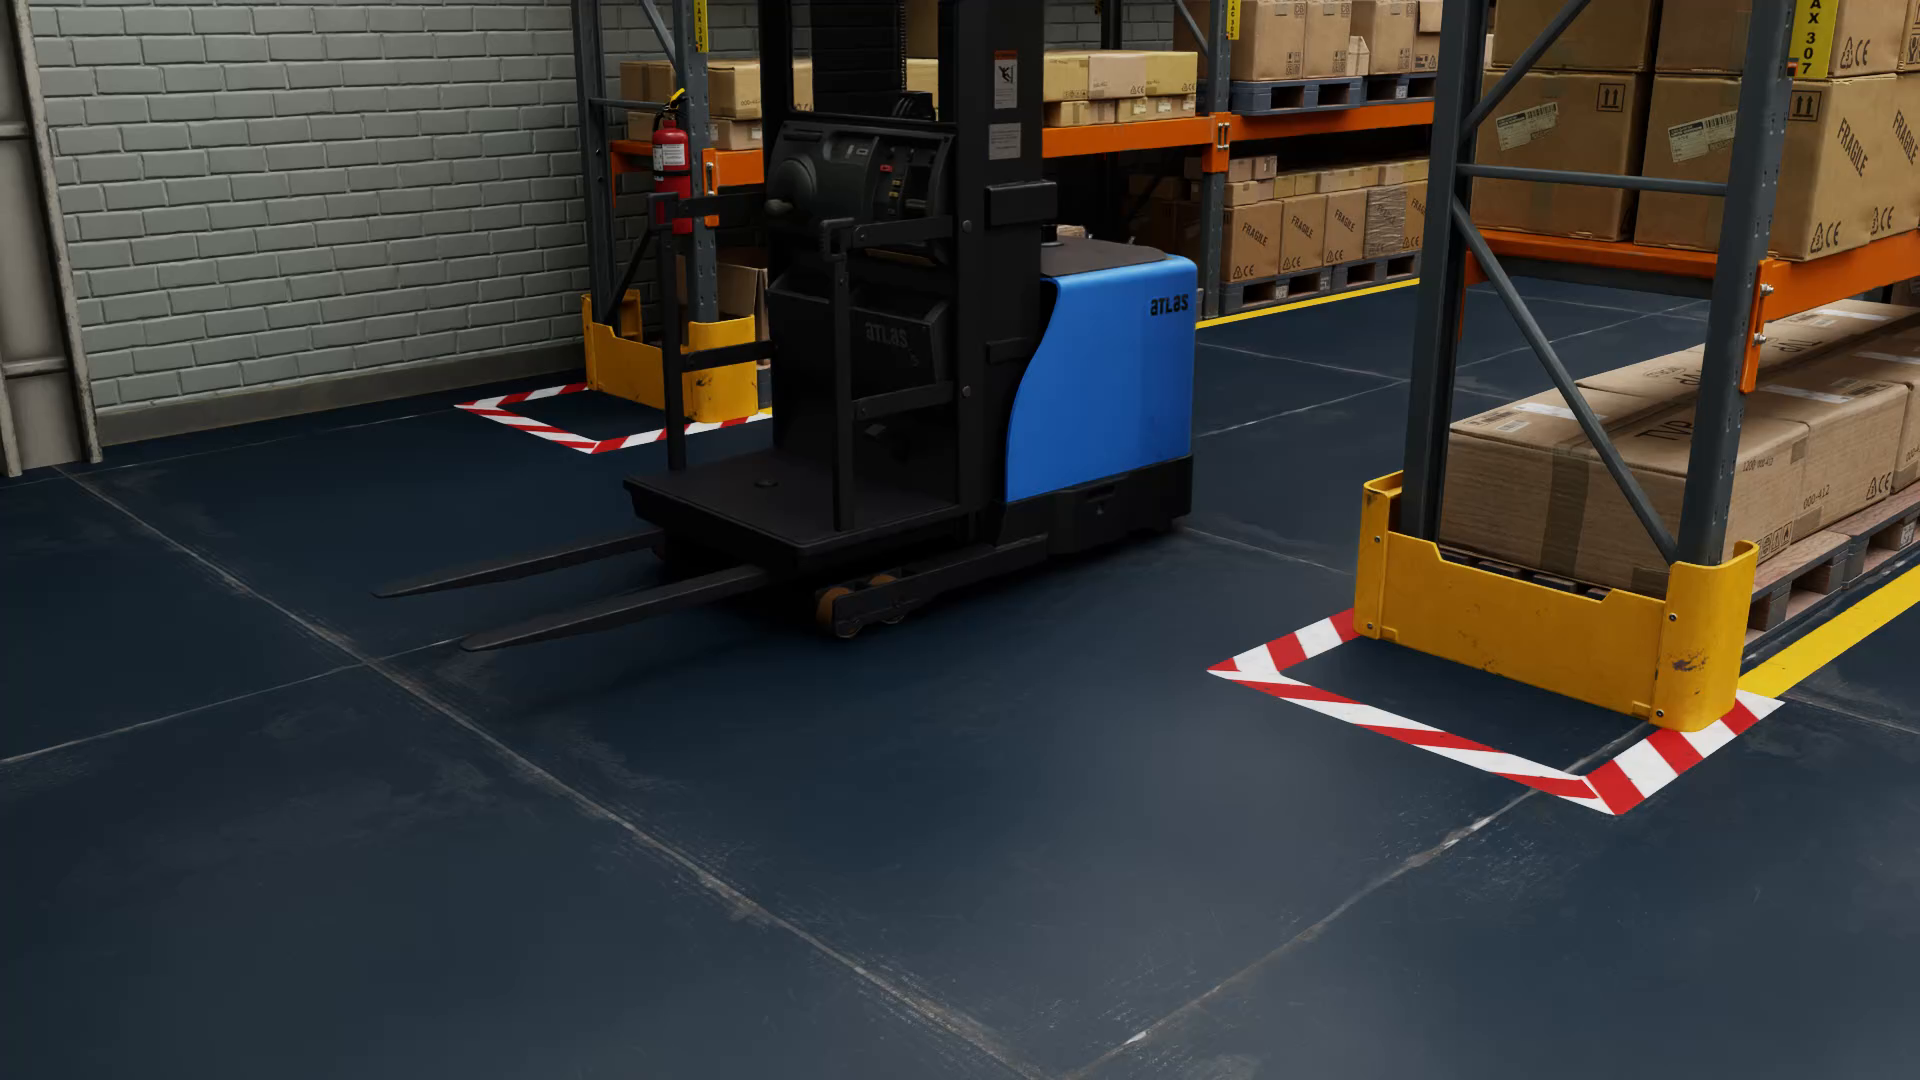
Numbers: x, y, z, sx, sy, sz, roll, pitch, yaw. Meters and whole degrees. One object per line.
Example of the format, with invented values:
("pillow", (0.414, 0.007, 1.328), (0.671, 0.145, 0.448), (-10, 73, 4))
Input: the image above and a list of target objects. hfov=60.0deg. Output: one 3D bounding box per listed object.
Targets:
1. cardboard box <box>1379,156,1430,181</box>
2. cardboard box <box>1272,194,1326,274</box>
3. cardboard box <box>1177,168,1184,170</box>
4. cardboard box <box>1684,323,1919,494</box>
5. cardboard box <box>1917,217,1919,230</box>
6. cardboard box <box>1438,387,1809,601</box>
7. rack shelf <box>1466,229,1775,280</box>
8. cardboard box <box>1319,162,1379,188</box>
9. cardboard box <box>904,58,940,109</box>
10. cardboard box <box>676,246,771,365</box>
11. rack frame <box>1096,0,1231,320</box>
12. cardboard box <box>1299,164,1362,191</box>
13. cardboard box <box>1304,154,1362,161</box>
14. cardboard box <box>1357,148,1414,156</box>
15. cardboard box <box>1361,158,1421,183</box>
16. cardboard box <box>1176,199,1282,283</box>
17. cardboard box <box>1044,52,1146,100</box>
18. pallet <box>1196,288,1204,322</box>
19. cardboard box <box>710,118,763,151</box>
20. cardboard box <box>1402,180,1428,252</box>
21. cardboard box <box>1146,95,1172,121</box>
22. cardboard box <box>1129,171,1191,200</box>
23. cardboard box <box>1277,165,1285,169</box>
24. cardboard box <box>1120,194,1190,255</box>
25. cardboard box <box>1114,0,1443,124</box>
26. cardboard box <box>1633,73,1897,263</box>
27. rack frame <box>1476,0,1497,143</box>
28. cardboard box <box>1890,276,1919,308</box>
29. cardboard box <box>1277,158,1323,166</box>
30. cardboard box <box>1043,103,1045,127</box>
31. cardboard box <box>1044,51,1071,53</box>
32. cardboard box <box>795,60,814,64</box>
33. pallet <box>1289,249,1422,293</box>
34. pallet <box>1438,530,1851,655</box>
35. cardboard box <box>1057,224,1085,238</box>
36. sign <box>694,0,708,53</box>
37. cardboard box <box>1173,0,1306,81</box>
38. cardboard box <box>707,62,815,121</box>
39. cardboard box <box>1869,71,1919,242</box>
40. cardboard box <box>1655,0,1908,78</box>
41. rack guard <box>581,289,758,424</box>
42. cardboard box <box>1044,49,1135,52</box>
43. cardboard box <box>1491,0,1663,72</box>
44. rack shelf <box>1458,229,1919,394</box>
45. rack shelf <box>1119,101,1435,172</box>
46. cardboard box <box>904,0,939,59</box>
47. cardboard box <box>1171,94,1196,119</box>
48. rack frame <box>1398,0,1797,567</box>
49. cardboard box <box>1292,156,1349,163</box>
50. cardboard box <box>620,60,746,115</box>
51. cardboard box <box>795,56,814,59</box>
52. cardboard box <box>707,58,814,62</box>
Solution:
("cardboard box", (3.424, -2.846, 12.718), (0.250, 0.149, 0.380), (-15, 23, -39))
("cardboard box", (2.210, -2.174, 11.700), (0.500, 0.500, 0.500), (-17, 24, -42))
("cardboard box", (1.751, -2.569, 11.865), (0.250, 0.149, 0.380), (-16, 24, -40))
("cardboard box", (3.557, -0.567, 6.844), (0.875, 0.438, 0.875), (17, 25, 42))
("cardboard box", (3.107, -1.340, 5.591), (0.500, 0.500, 0.500), (-16, 24, -41))
("cardboard box", (2.241, -0.181, 5.652), (0.875, 0.438, 0.875), (17, 24, 42))
("rack shelf", (5.021, -2.920, 3.801), (3.910, 4.714, 5.869), (-16, 24, -41))
("cardboard box", (2.849, -2.687, 12.228), (0.250, 0.149, 0.380), (-16, 24, -41))
("cardboard box", (-0.336, -2.470, 9.000), (0.500, 0.250, 0.500), (-17, 24, -42))
("cardboard box", (-1.073, -1.270, 8.904), (0.797, 0.503, 0.637), (17, 24, 42))
("rack frame", (1.324, -2.997, 10.864), (0.127, 3.000, 1.000), (-16, 24, -41))
("cardboard box", (2.673, -2.623, 12.032), (0.250, 0.149, 0.380), (-15, 23, -39))
("cardboard box", (2.882, -2.899, 12.883), (0.250, 0.149, 0.380), (-17, 24, -42))
("cardboard box", (3.426, -3.073, 13.418), (0.250, 0.149, 0.380), (-15, 23, -39))
("cardboard box", (3.243, -2.793, 12.555), (0.250, 0.149, 0.380), (-17, 24, -42))
("cardboard box", (1.830, -2.059, 11.345), (0.500, 0.500, 0.500), (-15, 23, -38))
("cardboard box", (0.767, -2.795, 10.002), (0.500, 0.250, 0.500), (-16, 24, -41))
("pallet", (0.824, -1.525, 10.846), (1.213, 0.211, 1.003), (-16, 24, -41))
("cardboard box", (-1.155, -2.038, 8.314), (0.250, 0.149, 0.380), (-16, 24, -41))
("cardboard box", (3.321, -2.502, 12.710), (0.500, 0.500, 0.500), (-15, 23, -39))
("cardboard box", (1.091, -2.693, 10.334), (0.250, 0.149, 0.380), (-15, 24, -39))
("cardboard box", (1.393, -2.459, 11.524), (0.380, 0.149, 0.250), (17, 24, 42))
("cardboard box", (2.156, -2.675, 12.193), (0.250, 0.149, 0.380), (-15, 23, -39))
("cardboard box", (1.477, -2.178, 11.710), (0.500, 0.500, 0.500), (-16, 24, -41))
("cardboard box", (2.058, -3.298, 11.286), (3.665, 0.713, 0.828), (-15, 24, -39))
("cardboard box", (2.376, -1.122, 4.921), (0.500, 0.500, 0.500), (-17, 24, -41))
("rack frame", (7.428, -4.081, 12.893), (4.036, 3.426, 6.040), (-16, 24, -41))
("cardboard box", (5.132, -1.223, 8.159), (0.875, 0.875, 0.875), (-15, 23, -39))
("cardboard box", (2.509, -2.789, 12.544), (0.265, 0.149, 0.390), (-16, 24, -41))
("cardboard box", (0.279, -2.493, 9.717), (0.250, 0.149, 0.380), (-16, 24, -40))
("cardboard box", (0.419, -2.915, 10.371), (0.500, 0.250, 0.500), (-17, 24, -41))
("cardboard box", (-0.702, -2.362, 8.667), (0.500, 0.250, 0.500), (-16, 24, -40))
("pallet", (2.776, -2.111, 12.653), (1.213, 0.211, 1.003), (-16, 24, -41))
("pallet", (2.358, 0.102, 5.828), (1.213, 0.211, 1.003), (-16, 24, -41))
("cardboard box", (0.329, -1.661, 10.115), (0.700, 0.500, 0.500), (17, 24, 42))
("sign", (-1.210, -2.439, 7.741), (0.005, 0.325, 0.100), (-16, 24, -41))
("cardboard box", (1.829, -3.296, 10.945), (0.500, 0.500, 0.700), (-15, 24, -39))
("cardboard box", (-1.068, -2.255, 8.337), (0.500, 0.250, 0.500), (-16, 24, -41))
("cardboard box", (2.725, -1.236, 5.271), (0.500, 0.500, 0.500), (-17, 24, -42))
("cardboard box", (2.375, -1.599, 4.768), (0.500, 0.500, 0.500), (-17, 25, -42))
("rack guard", (-1.527, -0.976, 8.685), (0.348, 0.500, 1.175), (-16, 24, -41))
("cardboard box", (0.778, -3.022, 10.704), (0.500, 0.250, 0.500), (-17, 24, -41))
("cardboard box", (2.017, -1.716, 5.131), (0.500, 0.500, 0.500), (-15, 23, -39))
("rack shelf", (3.284, -1.119, 6.239), (4.000, 0.370, 1.077), (-16, 24, -41))
("rack shelf", (2.777, -3.078, 12.282), (4.000, 0.370, 1.077), (-16, 24, -41))
("cardboard box", (0.022, -2.930, 9.202), (0.500, 0.500, 0.500), (-15, 24, -39))
("cardboard box", (1.266, -2.753, 10.520), (0.250, 0.149, 0.380), (-16, 24, -40))
("rack frame", (1.830, -1.038, 4.821), (0.127, 3.000, 1.000), (-16, 24, -41))
("cardboard box", (2.734, -2.837, 12.691), (0.250, 0.149, 0.380), (-16, 24, -40))
("cardboard box", (-1.431, -2.376, 8.711), (0.500, 0.250, 0.500), (-15, 23, -39))
("cardboard box", (-0.692, -2.589, 9.367), (0.500, 0.250, 0.500), (-15, 23, -39))
("cardboard box", (-1.055, -2.485, 9.047), (0.500, 0.250, 0.500), (-16, 24, -41))
